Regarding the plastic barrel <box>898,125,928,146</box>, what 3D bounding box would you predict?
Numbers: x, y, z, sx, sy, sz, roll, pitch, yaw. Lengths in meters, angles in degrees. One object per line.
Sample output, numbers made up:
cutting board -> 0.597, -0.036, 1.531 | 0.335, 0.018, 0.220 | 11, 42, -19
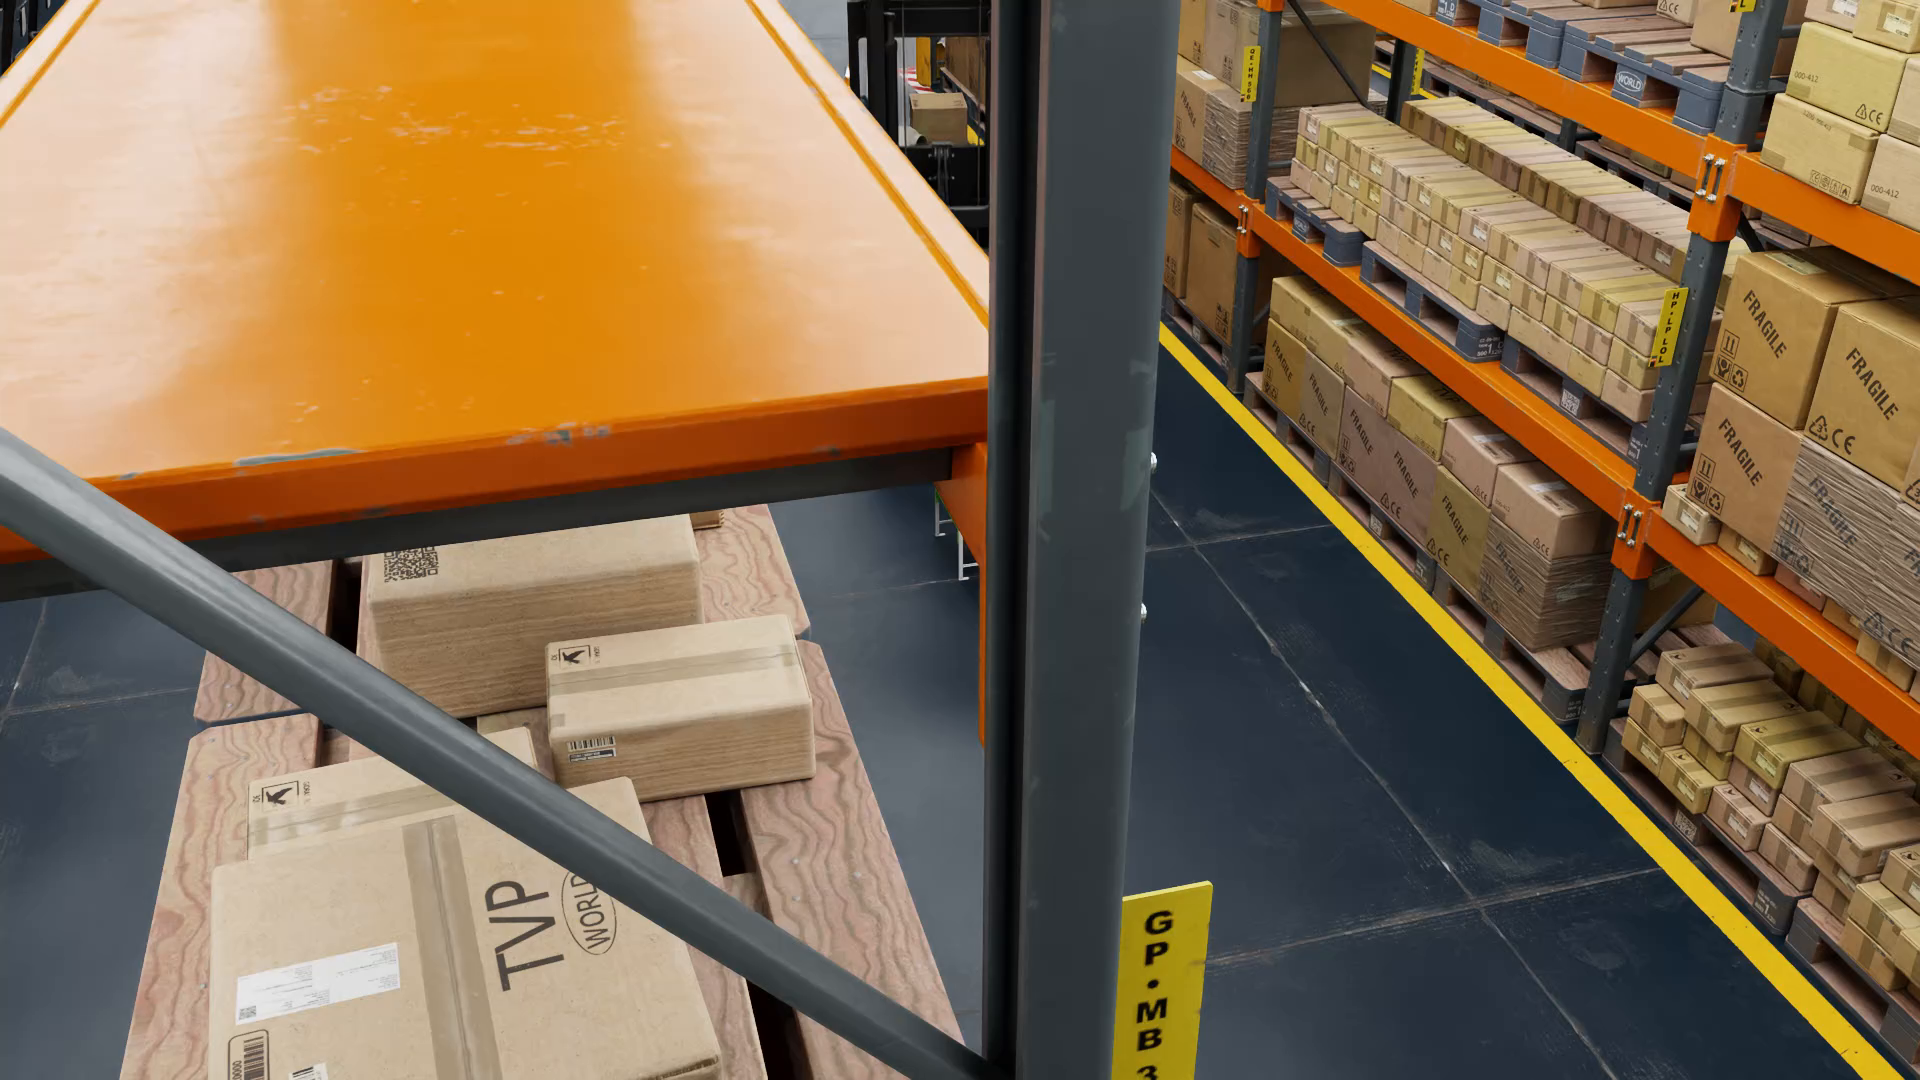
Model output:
plastic barrel -> -0.582, -3.501, 14.877 | 0.512, 0.421, 0.421 | 13, 32, 21

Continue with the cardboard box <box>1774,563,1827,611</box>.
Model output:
cardboard box -> 3.343, 0.117, 6.304 | 0.380, 0.149, 0.250 | -9, 31, -15

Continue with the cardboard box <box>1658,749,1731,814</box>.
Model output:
cardboard box -> 3.179, 0.991, 6.971 | 0.380, 0.149, 0.250 | -7, 31, -12

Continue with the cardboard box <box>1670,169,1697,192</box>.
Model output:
cardboard box -> 6.406, -3.189, 13.822 | 0.700, 0.500, 0.500 | -11, 32, -18

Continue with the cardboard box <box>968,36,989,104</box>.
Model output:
cardboard box -> 0.616, -4.723, 16.117 | 0.875, 0.875, 0.875 | -8, 31, -14

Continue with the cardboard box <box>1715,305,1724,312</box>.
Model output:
cardboard box -> 3.590, -0.987, 7.495 | 0.380, 0.149, 0.250 | -8, 31, -14

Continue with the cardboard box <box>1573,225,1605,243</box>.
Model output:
cardboard box -> 3.307, -1.495, 8.373 | 0.380, 0.149, 0.250 | -8, 31, -14

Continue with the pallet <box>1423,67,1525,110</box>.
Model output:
pallet -> 5.467, -4.586, 16.963 | 1.003, 0.211, 1.213 | -8, 31, -13

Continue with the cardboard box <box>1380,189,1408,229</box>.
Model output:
cardboard box -> 2.475, -1.781, 8.867 | 0.380, 0.149, 0.250 | -8, 31, -13

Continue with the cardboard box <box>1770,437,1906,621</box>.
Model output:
cardboard box -> 3.348, -0.070, 5.980 | 0.500, 0.500, 0.500 | -8, 31, -13

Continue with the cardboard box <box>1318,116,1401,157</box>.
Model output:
cardboard box -> 2.269, -2.293, 9.454 | 0.380, 0.149, 0.250 | -9, 31, -15

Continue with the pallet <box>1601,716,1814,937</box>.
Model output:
pallet -> 3.534, 1.118, 7.108 | 1.003, 0.211, 1.213 | -8, 31, -13

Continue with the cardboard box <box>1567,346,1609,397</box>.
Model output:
cardboard box -> 2.955, -0.773, 7.422 | 0.380, 0.149, 0.250 | -8, 31, -13

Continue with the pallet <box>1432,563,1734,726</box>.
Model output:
pallet -> 3.113, 0.422, 8.309 | 1.003, 0.211, 1.213 | -8, 31, -13

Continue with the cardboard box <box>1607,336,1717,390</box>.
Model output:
cardboard box -> 3.025, -0.776, 7.131 | 0.380, 0.149, 0.250 | -7, 31, -12

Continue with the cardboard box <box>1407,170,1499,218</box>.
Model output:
cardboard box -> 2.546, -1.787, 8.582 | 0.380, 0.149, 0.250 | -7, 31, -12

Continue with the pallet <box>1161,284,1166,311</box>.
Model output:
pallet -> 1.803, -2.113, 12.689 | 1.003, 0.211, 1.213 | -8, 31, -13

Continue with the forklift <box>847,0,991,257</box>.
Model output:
forklift -> -0.139, -2.427, 10.517 | 1.130, 2.935, 3.031 | -2, 30, -3

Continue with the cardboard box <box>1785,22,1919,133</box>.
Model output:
cardboard box -> 3.218, -1.594, 5.666 | 0.500, 0.250, 0.500 | -7, 31, -12

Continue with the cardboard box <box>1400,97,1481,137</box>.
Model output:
cardboard box -> 2.832, -2.495, 9.804 | 0.380, 0.149, 0.250 | -9, 31, -15

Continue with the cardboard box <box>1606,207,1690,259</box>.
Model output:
cardboard box -> 3.382, -1.493, 8.073 | 0.380, 0.149, 0.250 | -8, 31, -14

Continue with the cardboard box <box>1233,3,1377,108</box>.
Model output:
cardboard box -> 2.150, -3.035, 10.401 | 0.700, 0.500, 0.500 | -8, 31, -14

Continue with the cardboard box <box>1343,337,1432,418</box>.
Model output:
cardboard box -> 2.463, -0.914, 9.162 | 0.500, 0.250, 0.500 | -8, 31, -13

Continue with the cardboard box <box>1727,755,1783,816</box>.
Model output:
cardboard box -> 3.362, 0.956, 6.734 | 0.380, 0.149, 0.250 | -8, 31, -14

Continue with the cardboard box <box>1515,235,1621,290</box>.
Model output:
cardboard box -> 2.818, -1.288, 7.719 | 0.380, 0.149, 0.250 | -8, 31, -13

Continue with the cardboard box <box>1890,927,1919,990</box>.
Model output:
cardboard box -> 3.528, 1.475, 5.837 | 0.380, 0.149, 0.250 | -8, 31, -13

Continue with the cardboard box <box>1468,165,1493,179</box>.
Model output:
cardboard box -> 3.041, -1.988, 9.225 | 0.380, 0.149, 0.250 | -8, 31, -13

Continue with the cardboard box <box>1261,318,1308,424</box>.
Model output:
cardboard box -> 2.202, -1.065, 10.171 | 0.500, 0.500, 0.500 | -9, 31, -15

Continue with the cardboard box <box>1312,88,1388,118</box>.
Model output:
cardboard box -> 2.401, -2.637, 10.711 | 0.500, 0.500, 0.500 | -8, 31, -13

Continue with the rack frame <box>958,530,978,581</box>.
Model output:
rack frame -> 0.109, -0.321, 8.608 | 0.240, 1.200, 0.015 | -8, 31, -13

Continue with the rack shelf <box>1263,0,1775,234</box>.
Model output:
rack shelf -> 2.791, -2.361, 8.059 | 1.077, 0.370, 4.000 | -8, 31, -13

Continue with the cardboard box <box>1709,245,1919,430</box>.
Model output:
cardboard box -> 3.206, -0.763, 6.179 | 0.500, 0.500, 0.500 | -7, 31, -12

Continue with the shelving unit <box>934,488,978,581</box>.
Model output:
shelving unit -> 0.044, -0.439, 8.811 | 0.258, 1.200, 0.503 | -8, 31, -13

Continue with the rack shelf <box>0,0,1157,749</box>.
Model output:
rack shelf -> -0.893, -0.848, 2.849 | 1.077, 0.370, 4.000 | -8, 31, -13

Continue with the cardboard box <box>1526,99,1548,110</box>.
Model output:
cardboard box -> 5.780, -4.457, 16.032 | 0.500, 0.500, 0.500 | 2, 30, 3

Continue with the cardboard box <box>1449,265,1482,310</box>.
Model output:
cardboard box -> 2.676, -1.276, 8.292 | 0.380, 0.149, 0.250 | -7, 31, -11

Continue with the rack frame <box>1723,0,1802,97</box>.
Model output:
rack frame -> 3.321, -3.005, 5.459 | 1.000, 3.000, 0.127 | -8, 31, -13

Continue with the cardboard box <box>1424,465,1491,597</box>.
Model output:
cardboard box -> 2.746, -0.080, 8.470 | 0.500, 0.500, 0.500 | -9, 31, -14

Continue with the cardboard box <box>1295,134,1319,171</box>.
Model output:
cardboard box -> 2.194, -2.282, 9.733 | 0.380, 0.149, 0.250 | -6, 31, -11

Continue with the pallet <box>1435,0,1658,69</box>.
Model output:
pallet -> 2.982, -2.438, 7.662 | 1.213, 0.211, 1.003 | -8, 31, -13

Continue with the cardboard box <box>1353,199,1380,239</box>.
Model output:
cardboard box -> 2.400, -1.781, 9.164 | 0.380, 0.149, 0.250 | -6, 31, -11

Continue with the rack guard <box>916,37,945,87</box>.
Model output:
rack guard -> 0.130, -5.134, 17.621 | 1.175, 0.500, 0.348 | -8, 31, -13

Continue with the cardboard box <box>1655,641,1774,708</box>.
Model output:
cardboard box -> 3.213, 0.580, 7.086 | 0.380, 0.149, 0.250 | -7, 31, -11

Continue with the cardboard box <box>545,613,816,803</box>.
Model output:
cardboard box -> -0.430, 0.260, 2.544 | 0.380, 0.149, 0.250 | -7, 31, -11

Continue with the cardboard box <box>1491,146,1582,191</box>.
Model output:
cardboard box -> 3.099, -2.001, 8.951 | 0.380, 0.149, 0.250 | -8, 31, -13

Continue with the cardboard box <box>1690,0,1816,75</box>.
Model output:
cardboard box -> 3.327, -2.129, 6.421 | 0.700, 0.500, 0.500 | -8, 31, -13

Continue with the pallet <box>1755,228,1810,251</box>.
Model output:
pallet -> 6.863, -2.122, 12.705 | 1.003, 0.211, 1.213 | -8, 31, -13

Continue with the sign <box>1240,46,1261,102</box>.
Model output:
sign -> 1.725, -2.766, 9.879 | 0.100, 0.325, 0.005 | -8, 31, -13

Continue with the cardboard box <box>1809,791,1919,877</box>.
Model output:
cardboard box -> 3.424, 1.093, 6.200 | 0.380, 0.149, 0.250 | -7, 31, -12

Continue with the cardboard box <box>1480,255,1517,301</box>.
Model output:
cardboard box -> 2.747, -1.281, 8.003 | 0.380, 0.149, 0.250 | -9, 31, -16

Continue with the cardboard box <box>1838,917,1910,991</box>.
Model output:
cardboard box -> 3.492, 1.483, 6.120 | 0.380, 0.149, 0.250 | -9, 31, -15

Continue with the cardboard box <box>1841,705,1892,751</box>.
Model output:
cardboard box -> 3.846, 0.761, 6.774 | 0.380, 0.149, 0.250 | -8, 31, -14
